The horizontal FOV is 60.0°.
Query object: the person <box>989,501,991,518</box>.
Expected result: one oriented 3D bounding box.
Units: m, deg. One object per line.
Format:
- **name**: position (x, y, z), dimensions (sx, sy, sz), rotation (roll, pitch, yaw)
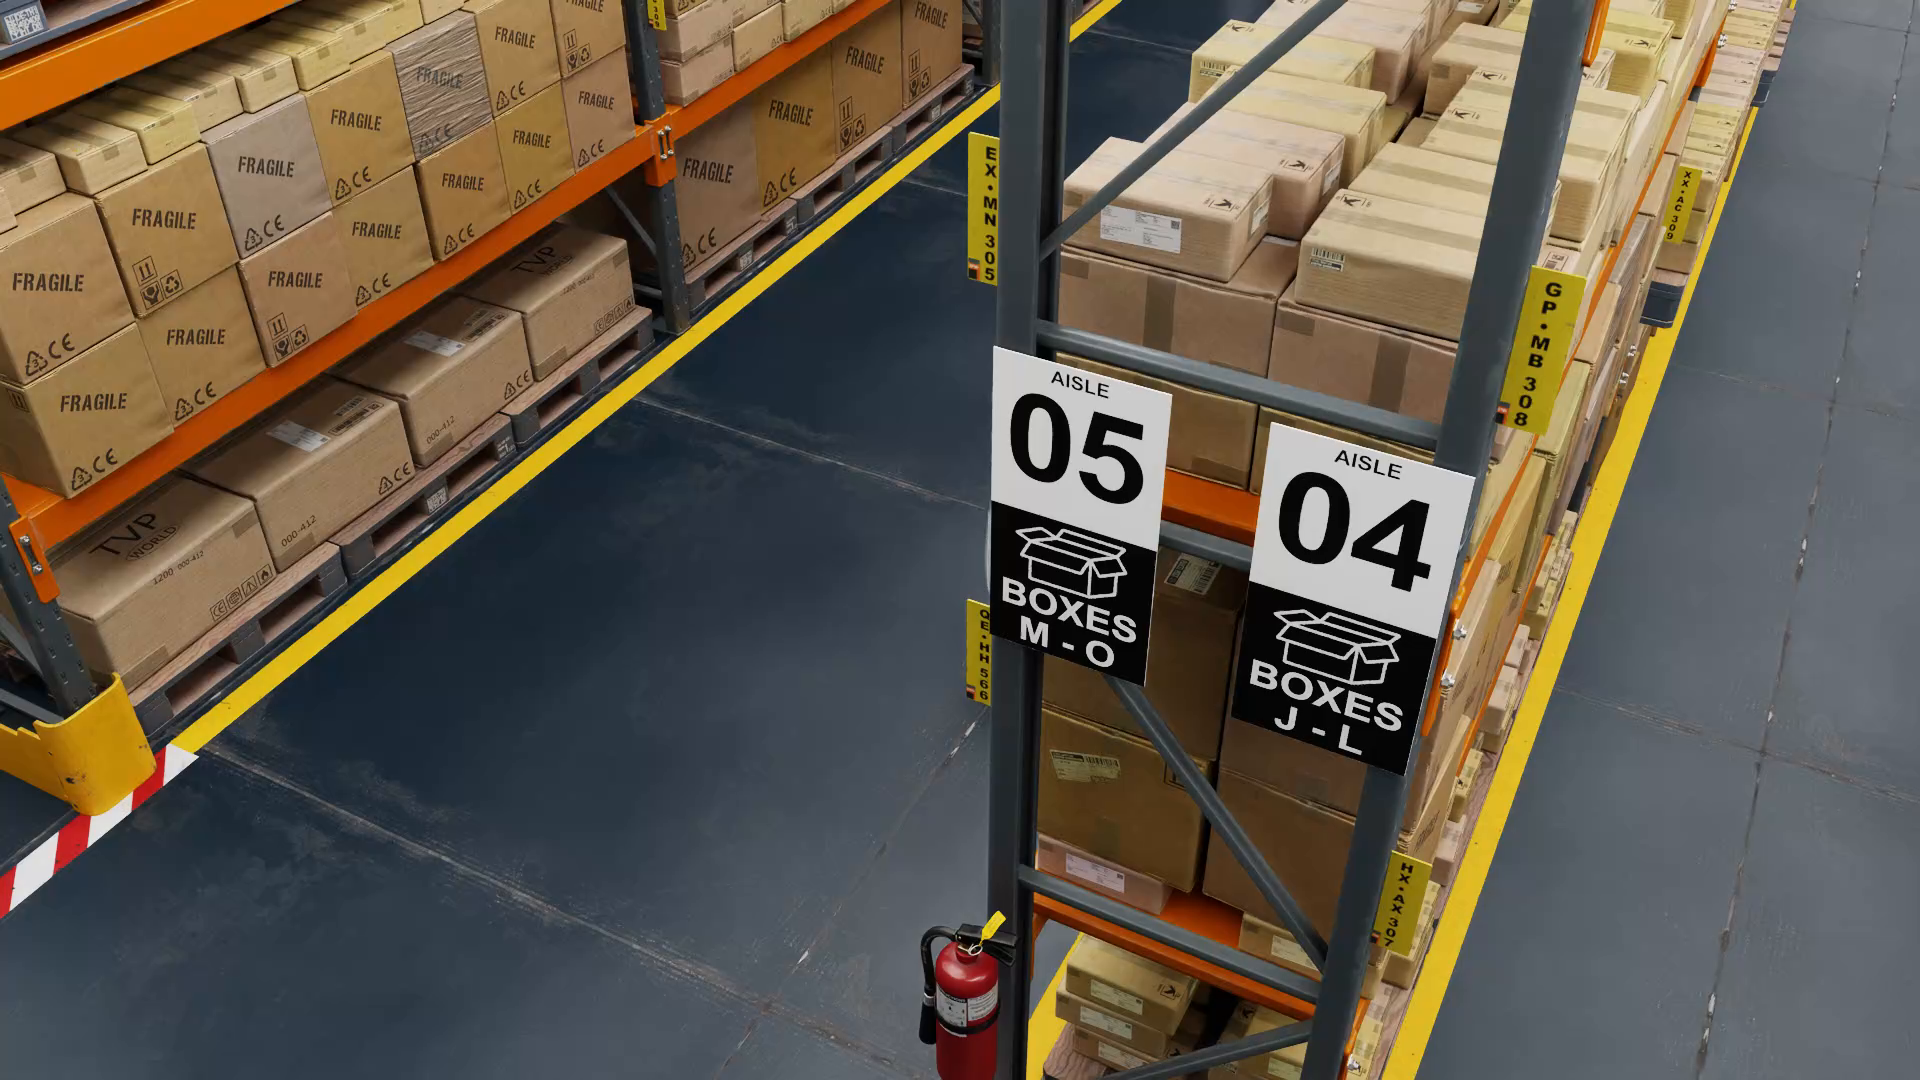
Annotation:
- **person**: position (0.474, -0.073, 7.263), dimensions (0.434, 1.146, 0.914), rotation (23, 44, 26)
